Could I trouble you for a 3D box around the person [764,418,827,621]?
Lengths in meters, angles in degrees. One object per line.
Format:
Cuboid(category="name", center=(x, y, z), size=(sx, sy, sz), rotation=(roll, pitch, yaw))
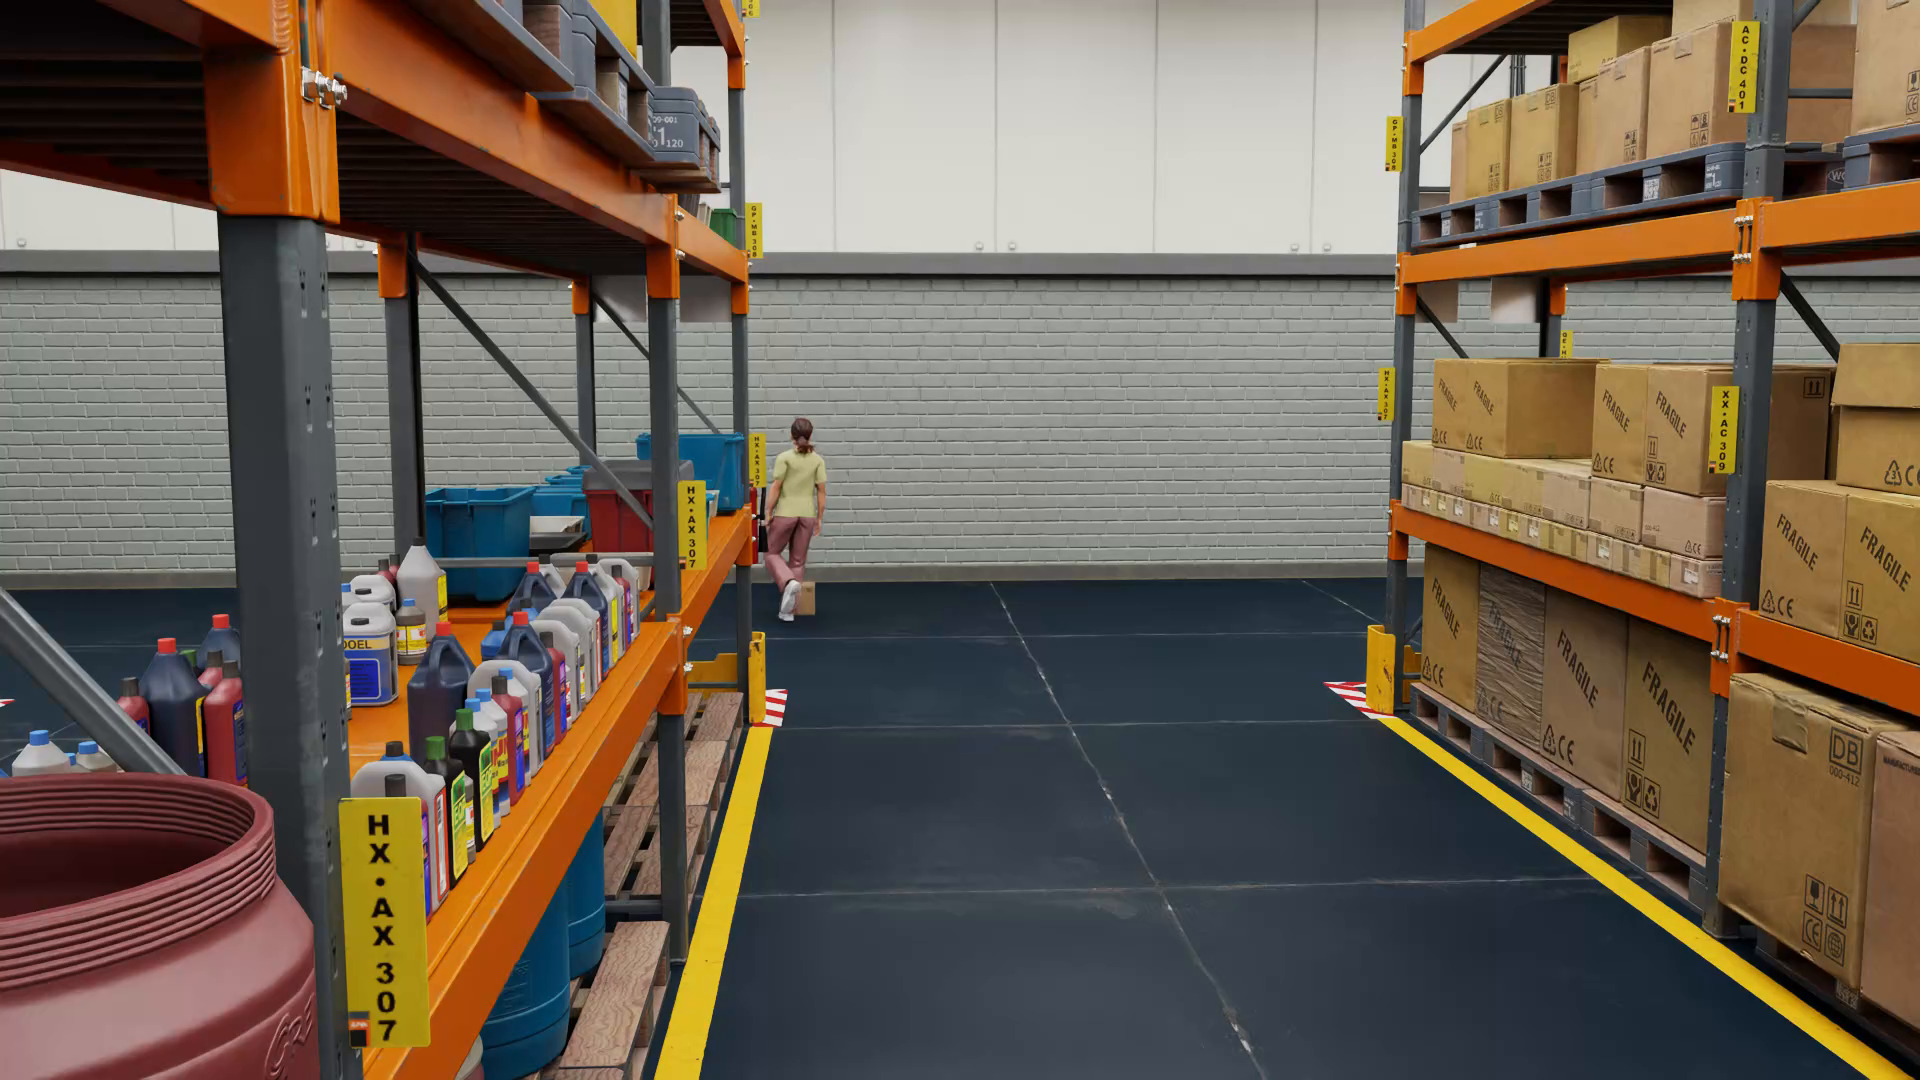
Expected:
Cuboid(category="person", center=(-1.335, -0.158, 13.510), size=(0.508, 1.666, 0.599), rotation=(-3, 7, -21))
